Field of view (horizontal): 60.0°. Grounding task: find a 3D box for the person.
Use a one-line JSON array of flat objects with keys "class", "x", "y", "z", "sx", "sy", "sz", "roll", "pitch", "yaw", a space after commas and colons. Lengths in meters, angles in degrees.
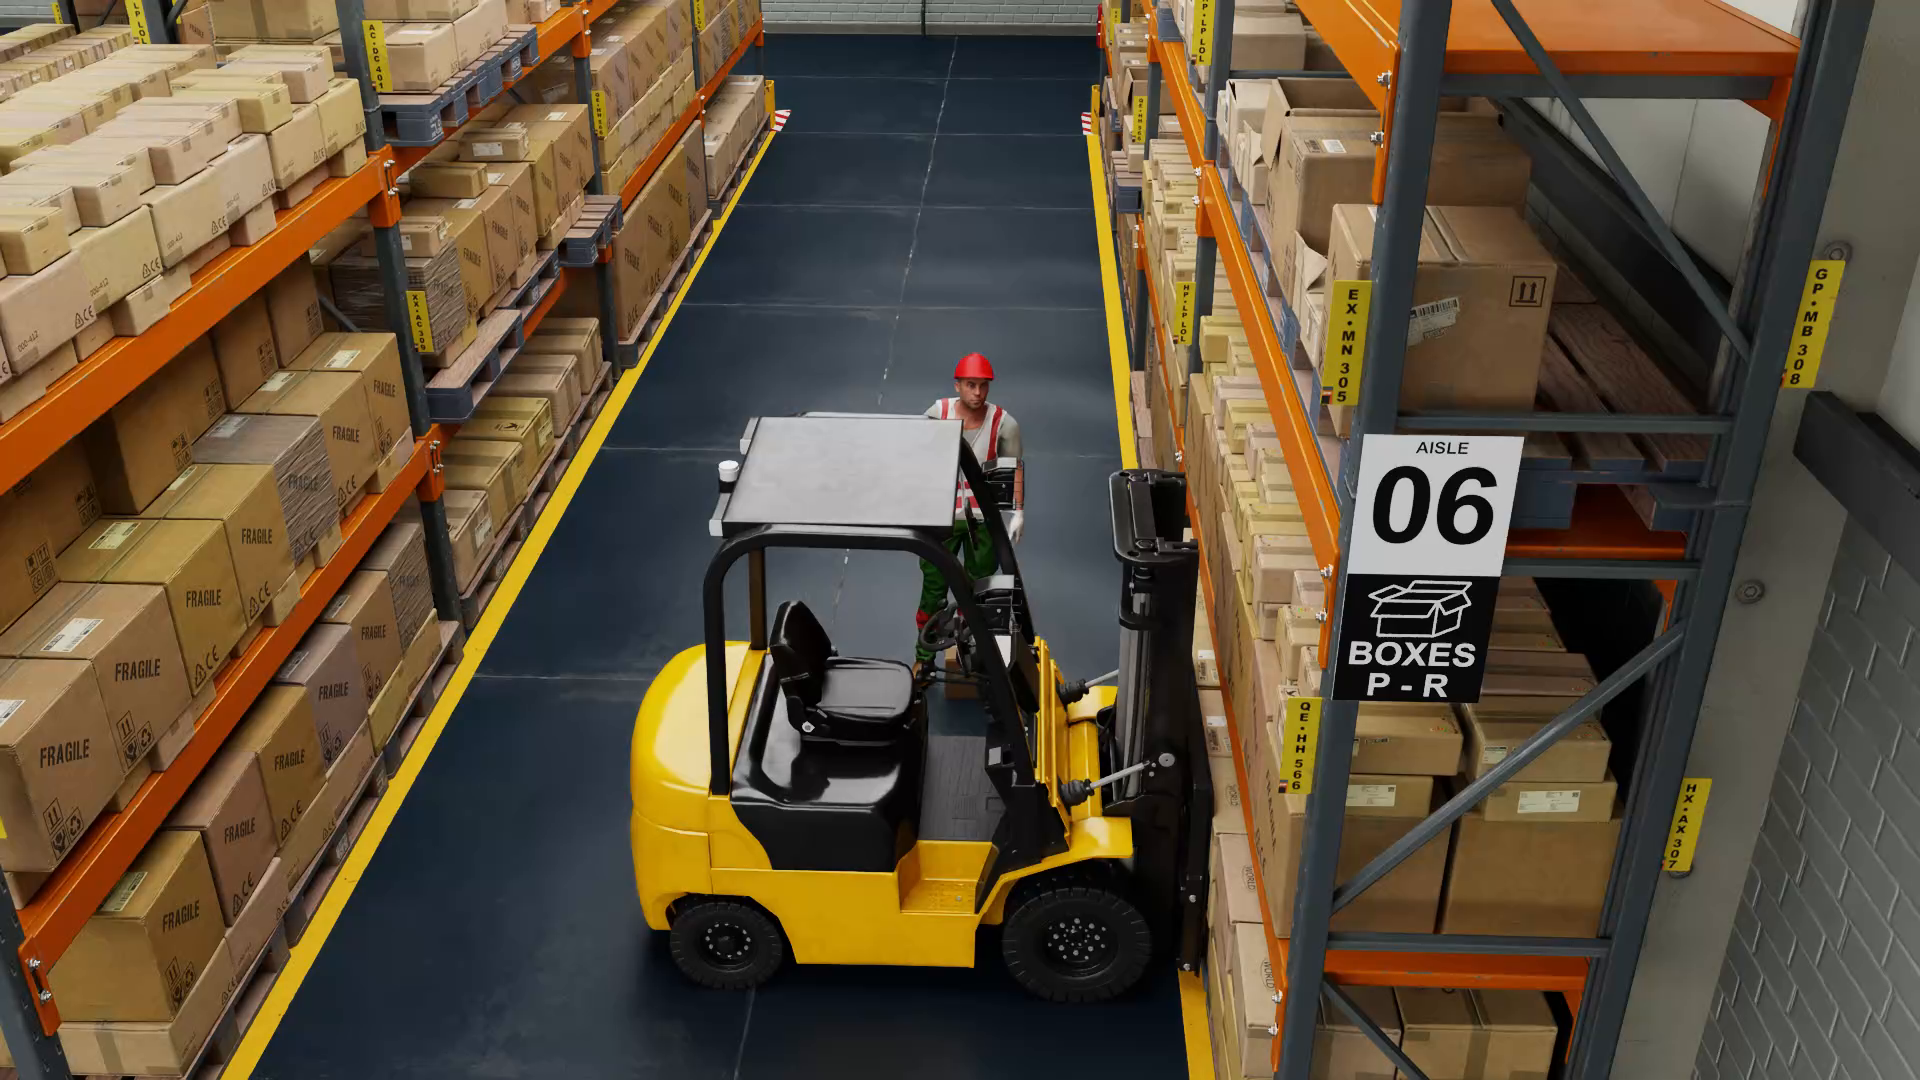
[{"class": "person", "x": 0.018, "y": -0.096, "z": 8.756, "sx": 0.638, "sy": 1.788, "sz": 0.564, "roll": 1, "pitch": 28, "yaw": 2}]
